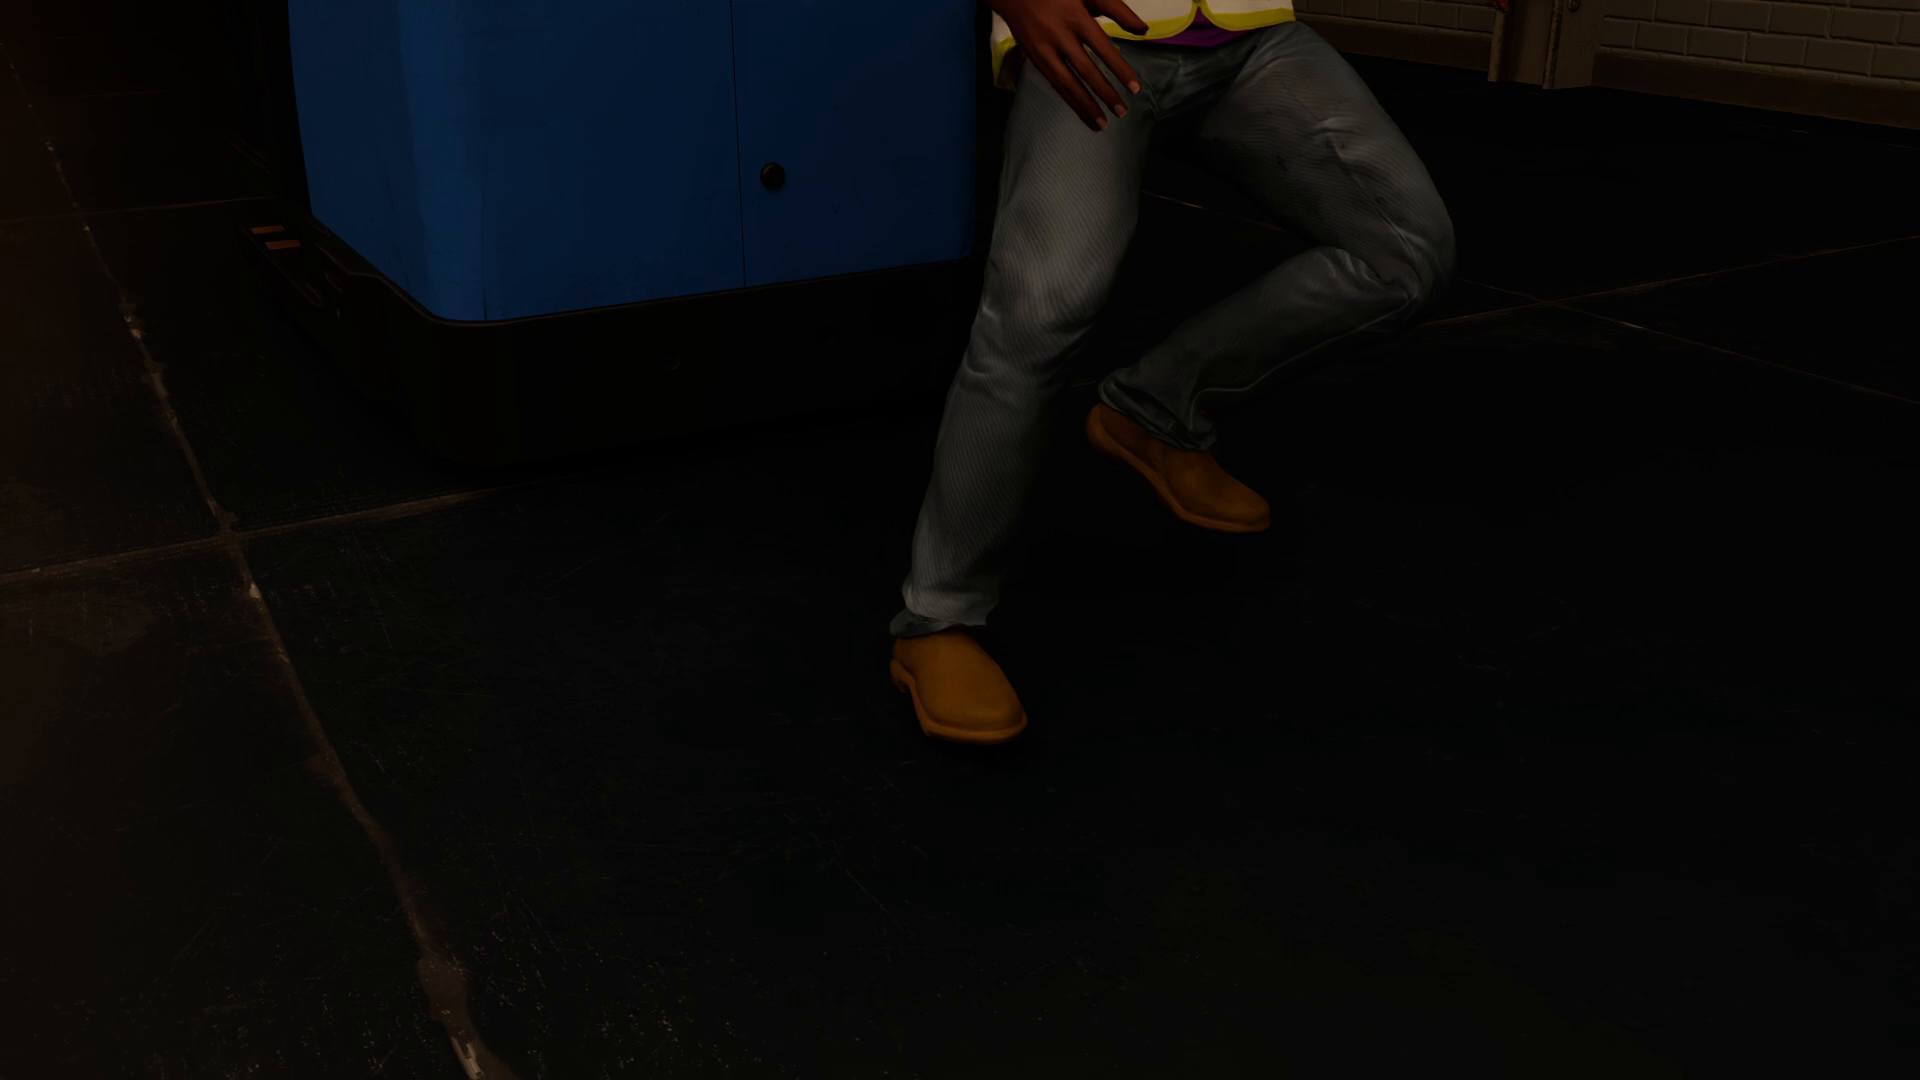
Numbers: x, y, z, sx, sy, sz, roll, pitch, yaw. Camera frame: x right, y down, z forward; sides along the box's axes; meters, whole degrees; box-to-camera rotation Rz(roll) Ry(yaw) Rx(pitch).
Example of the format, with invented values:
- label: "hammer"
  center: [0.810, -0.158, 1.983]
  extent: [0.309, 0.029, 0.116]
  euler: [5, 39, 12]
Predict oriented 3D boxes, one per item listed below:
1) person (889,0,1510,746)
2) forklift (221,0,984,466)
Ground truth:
- label: "person"
  center: [0.263, -0.625, 2.062]
  extent: [0.856, 1.600, 0.746]
  euler: [-9, 24, -21]
- label: "forklift"
  center: [-1.143, -1.991, 3.626]
  extent: [1.130, 2.935, 3.031]
  euler: [-13, 26, -28]
